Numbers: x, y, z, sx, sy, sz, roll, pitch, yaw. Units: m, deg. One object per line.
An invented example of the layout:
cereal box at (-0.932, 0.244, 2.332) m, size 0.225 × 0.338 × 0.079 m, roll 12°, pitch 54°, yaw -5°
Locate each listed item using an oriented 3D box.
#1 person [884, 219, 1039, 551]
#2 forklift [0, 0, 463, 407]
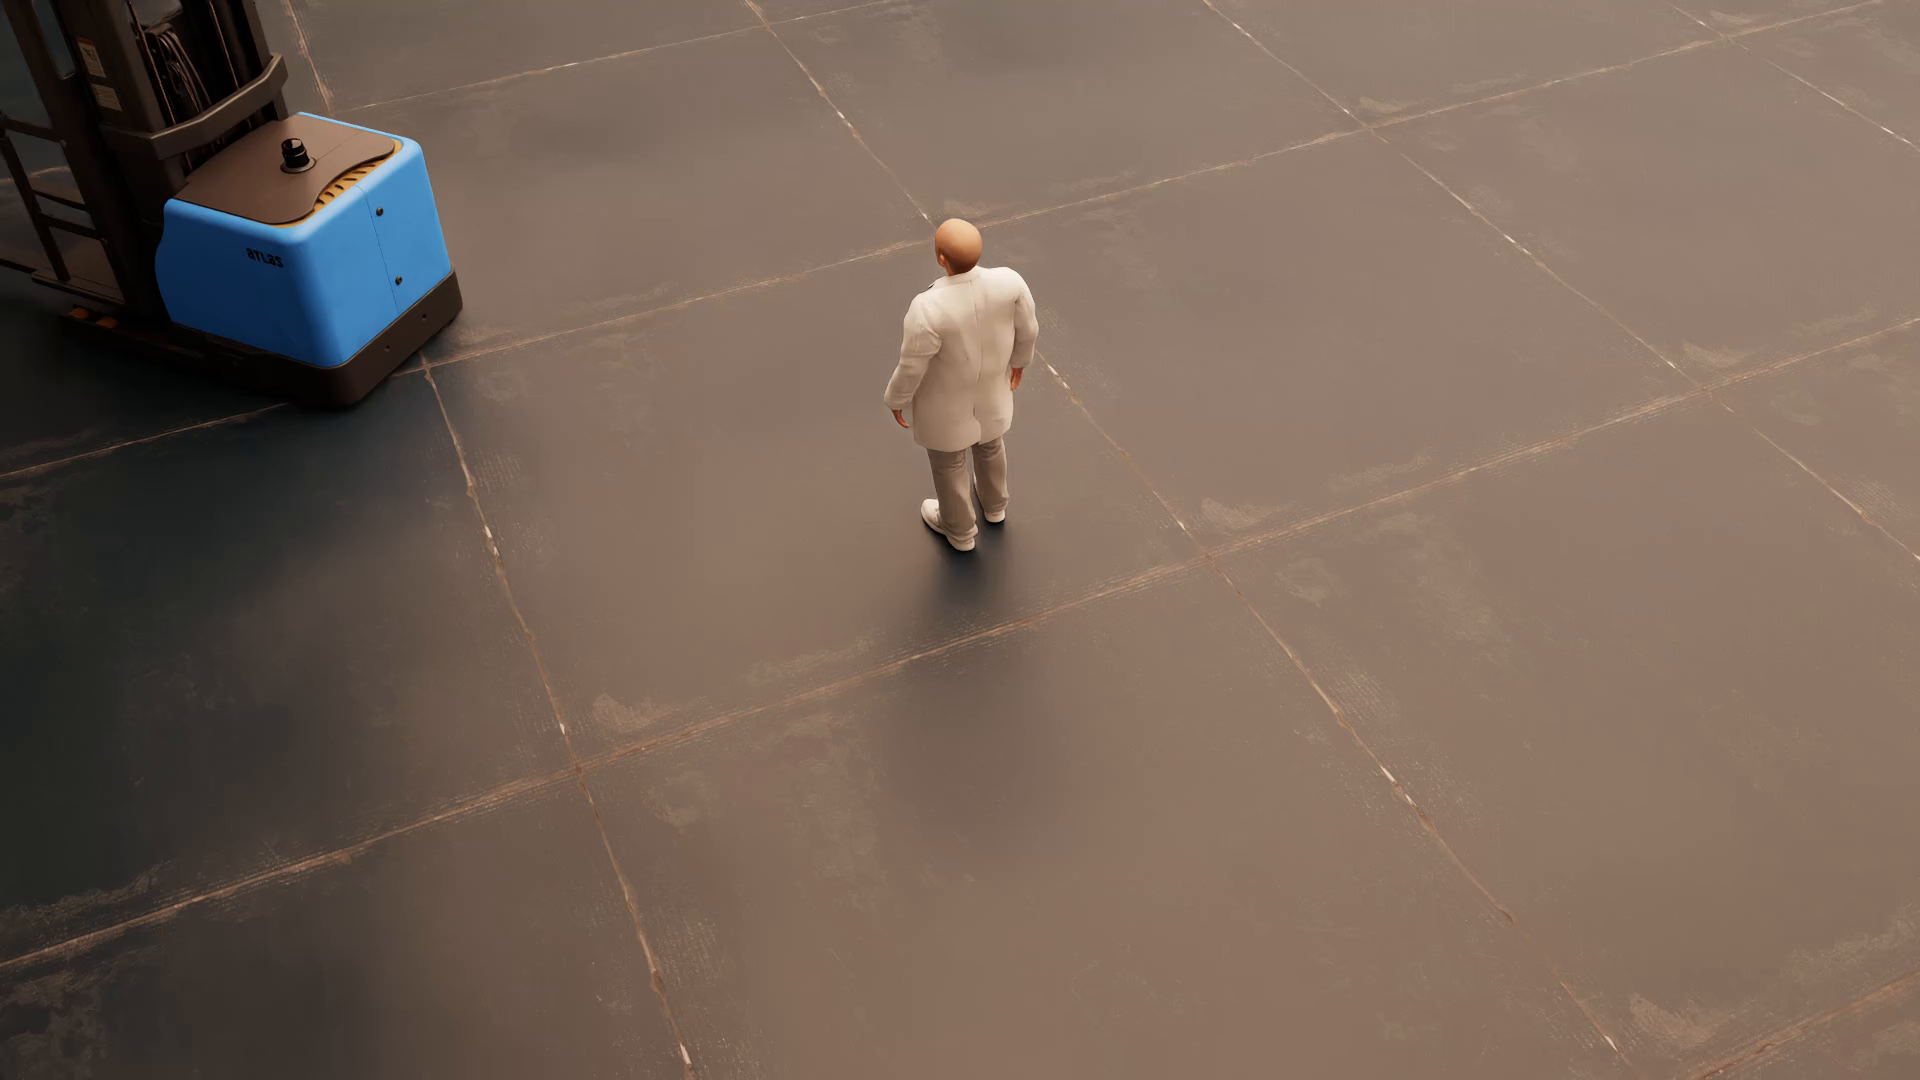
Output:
person at (-0.033, -0.712, 7.278) m, size 0.694 × 1.776 × 0.581 m, roll -18°, pitch 46°, yaw -18°
forklift at (-4.279, -2.416, 8.269) m, size 3.031 × 2.935 × 1.130 m, roll 17°, pitch 46°, yaw 17°
